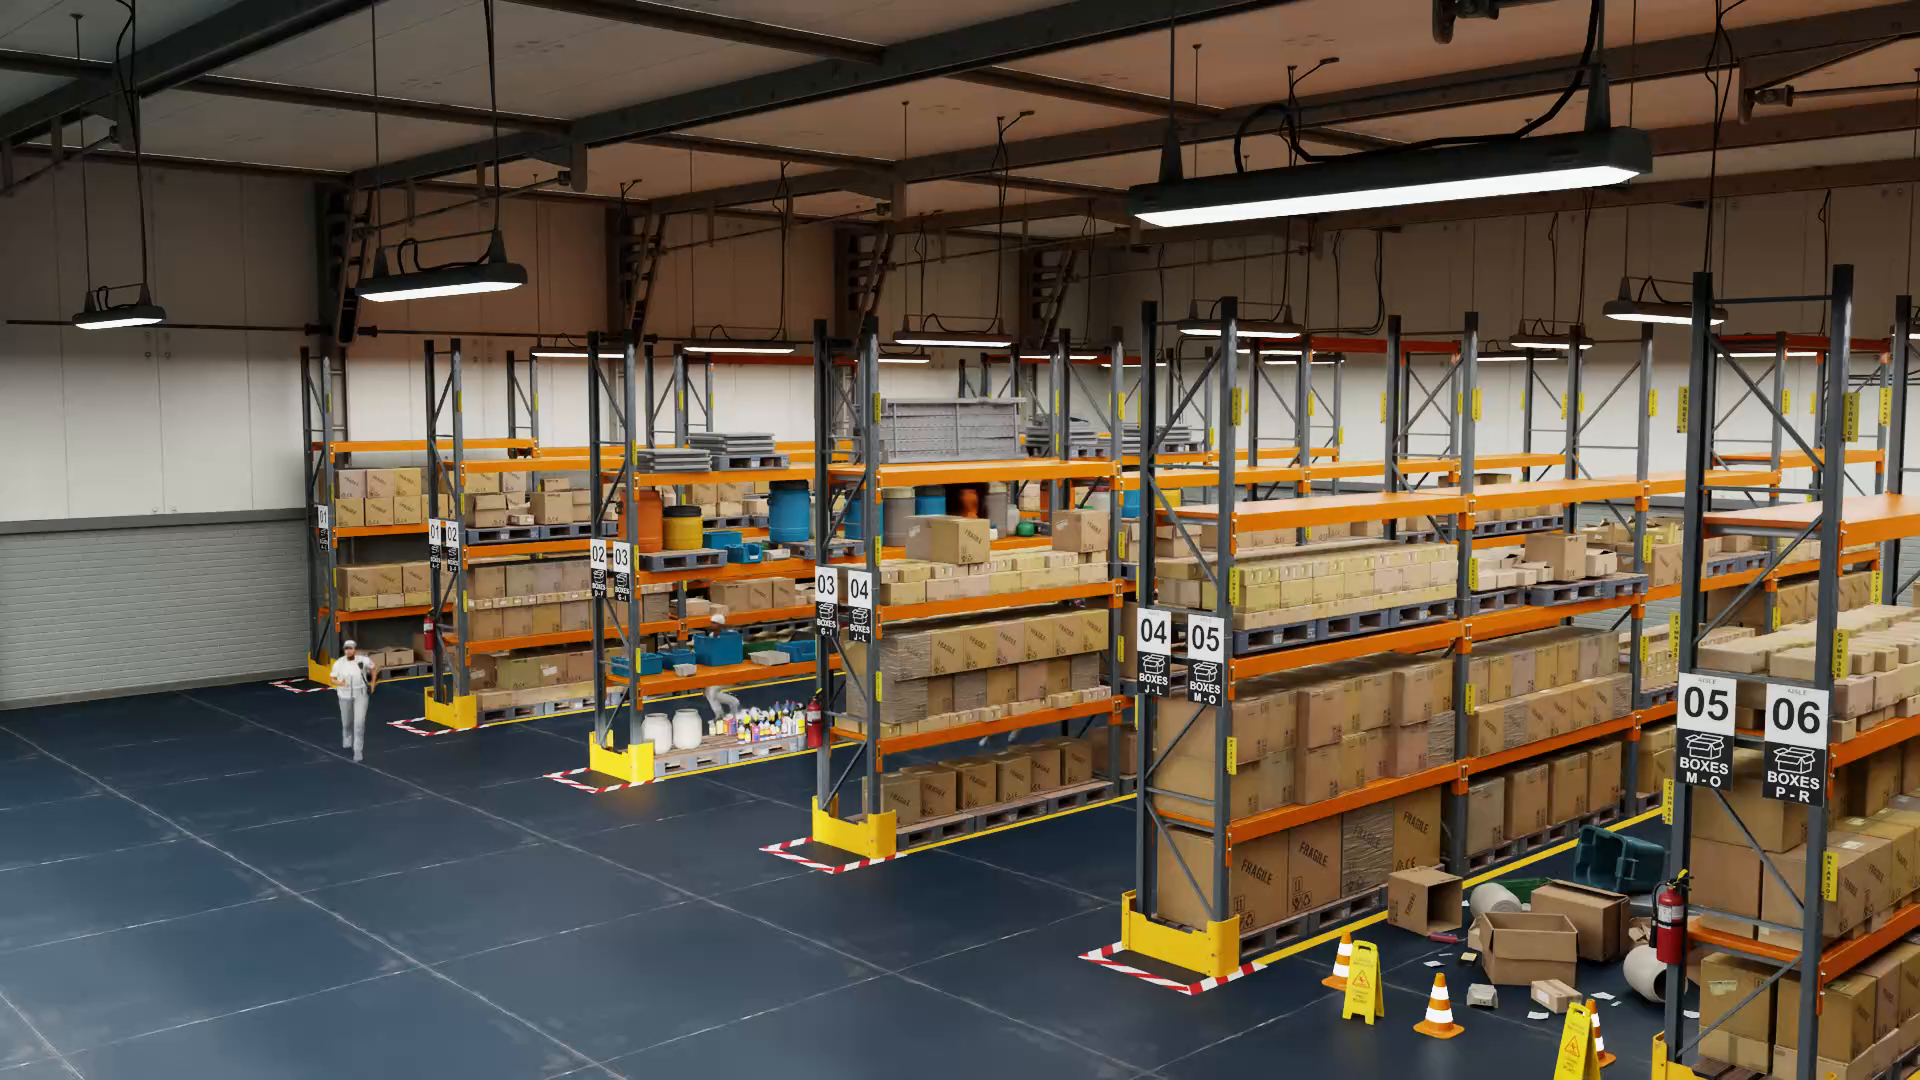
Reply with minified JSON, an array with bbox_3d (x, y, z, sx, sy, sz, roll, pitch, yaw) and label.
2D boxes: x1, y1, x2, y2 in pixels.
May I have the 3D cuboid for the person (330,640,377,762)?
[{"bbox_3d":[-8.647,2.254,23.727,0.614,1.695,0.939,-1,5,-13],"label":"person"}]

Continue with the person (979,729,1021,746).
[{"bbox_3d":[0.559,2.001,23.399,0.615,1.727,0.773,4,7,42],"label":"person"}]

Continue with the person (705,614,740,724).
[{"bbox_3d":[-3.744,2.009,25.868,0.736,1.721,0.610,5,7,44],"label":"person"}]
